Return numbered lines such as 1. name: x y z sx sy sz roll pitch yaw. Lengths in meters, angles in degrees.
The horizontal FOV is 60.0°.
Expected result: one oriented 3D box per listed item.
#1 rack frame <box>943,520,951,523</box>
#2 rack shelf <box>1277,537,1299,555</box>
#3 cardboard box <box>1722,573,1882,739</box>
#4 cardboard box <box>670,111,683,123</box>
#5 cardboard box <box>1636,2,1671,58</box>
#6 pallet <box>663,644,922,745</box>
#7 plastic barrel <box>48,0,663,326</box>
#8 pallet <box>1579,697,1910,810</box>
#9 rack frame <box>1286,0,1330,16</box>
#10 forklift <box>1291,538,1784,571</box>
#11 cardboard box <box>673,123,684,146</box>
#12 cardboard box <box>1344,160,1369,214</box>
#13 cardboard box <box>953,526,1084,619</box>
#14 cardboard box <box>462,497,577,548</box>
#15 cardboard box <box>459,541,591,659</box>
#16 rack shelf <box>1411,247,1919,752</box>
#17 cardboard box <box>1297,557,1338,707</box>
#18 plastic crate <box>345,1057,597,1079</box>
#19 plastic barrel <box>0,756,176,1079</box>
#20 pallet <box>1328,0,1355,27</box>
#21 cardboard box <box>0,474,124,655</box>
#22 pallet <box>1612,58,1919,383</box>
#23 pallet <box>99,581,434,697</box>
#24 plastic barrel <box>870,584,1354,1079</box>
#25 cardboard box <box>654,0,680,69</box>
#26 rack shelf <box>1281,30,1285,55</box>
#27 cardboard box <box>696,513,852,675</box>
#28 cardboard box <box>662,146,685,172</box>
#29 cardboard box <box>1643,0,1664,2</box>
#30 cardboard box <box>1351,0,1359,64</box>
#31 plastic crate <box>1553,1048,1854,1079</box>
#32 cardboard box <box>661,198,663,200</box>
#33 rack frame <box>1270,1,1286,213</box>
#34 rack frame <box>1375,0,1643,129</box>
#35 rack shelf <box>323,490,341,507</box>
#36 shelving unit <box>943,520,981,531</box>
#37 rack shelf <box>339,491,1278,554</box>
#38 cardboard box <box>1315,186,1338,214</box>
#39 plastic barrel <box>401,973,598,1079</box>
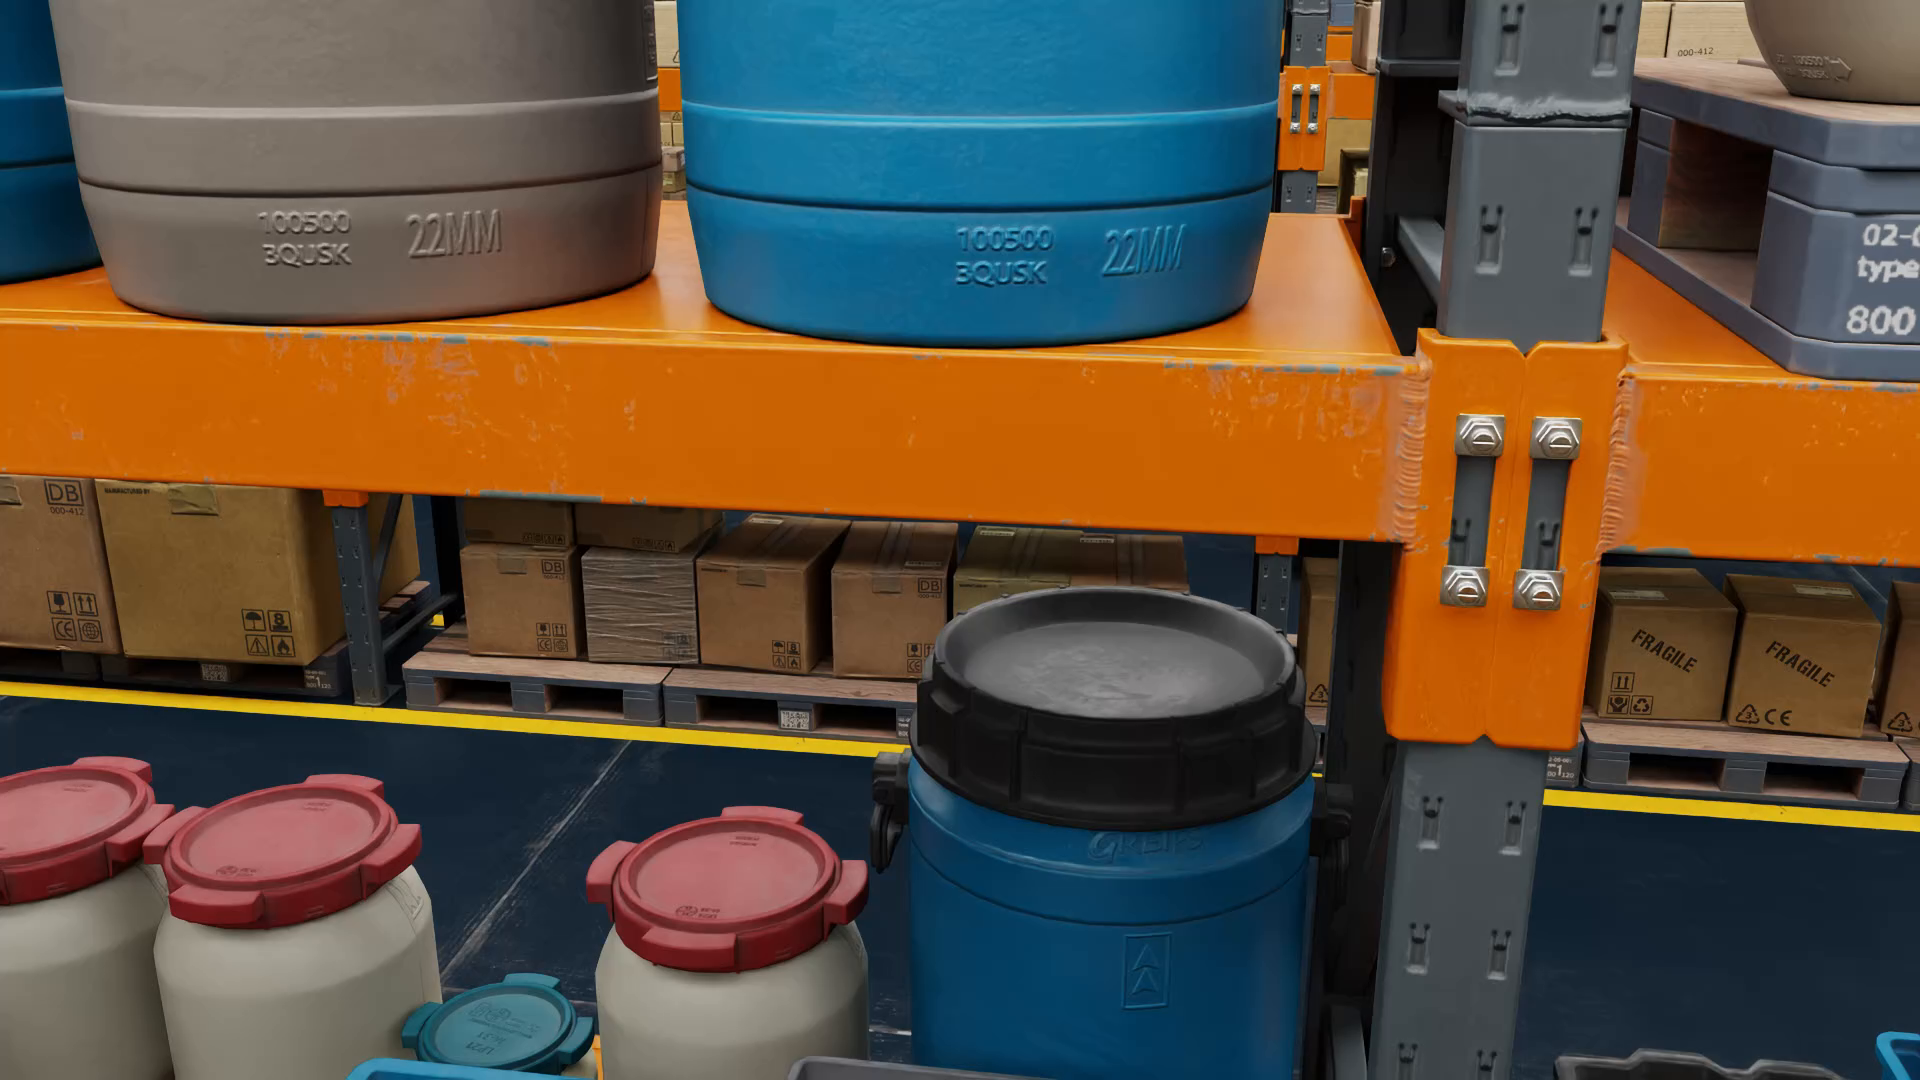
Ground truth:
1. rack frame: -0.076 -0.573 9.624 0.006 1.200 0.240 3 19 9
2. rack shelf: 3.316 -0.178 6.742 4.000 0.370 1.077 3 19 9
3. cardboard box: 3.466 0.474 6.936 0.500 0.500 0.500 5 19 14
4. cardboard box: -2.585 -4.442 16.618 0.500 0.500 0.500 3 19 9
5. cardboard box: 2.268 -1.843 6.094 0.500 0.250 0.500 3 19 8
6. pallet: -0.636 0.603 7.668 1.213 0.211 1.003 3 19 9
7. plastic barrel: -0.627 -0.719 1.707 0.600 0.901 0.600 0 18 0
8. pallet: 3.218 0.786 7.122 1.213 0.211 1.003 3 19 9
9. rack frame: 1.341 -3.465 5.977 0.127 3.000 1.000 3 19 9
10. forklift: 3.333 -1.256 8.937 3.031 2.935 1.130 3 19 8
11. cardboard box: -2.570 -4.081 16.720 0.500 0.250 0.500 2 19 7
12. cardboard box: 1.745 -1.180 6.401 0.500 0.500 0.500 3 19 9
13. cardboard box: 0.271 0.289 7.457 0.500 0.500 0.700 3 19 8
14. cardboard box: -1.942 -0.176 7.665 0.500 0.250 0.500 4 19 11
15. cardboard box: -1.943 0.183 7.775 0.500 0.500 0.700 2 19 6
16. rack shelf: 2.530 -0.049 1.628 4.000 0.370 1.077 3 19 9
17. cardboard box: 1.730 0.399 7.161 0.500 0.500 0.500 2 19 7
18. plastic crate: -0.583 0.981 2.168 0.575 0.384 0.392 3 19 9
19. plastic barrel: -1.506 0.692 2.794 0.433 0.535 0.433 0 18 0
20. pallet: 3.034 -3.505 10.963 1.213 0.211 1.003 3 19 9
21. cardboard box: -4.165 -0.101 8.065 0.875 0.875 1.225 3 19 9
22. pallet: 1.284 -0.395 1.828 1.003 0.211 1.213 3 19 9
23. pallet: -3.374 0.438 8.162 1.213 0.211 1.003 3 19 9
24. plastic barrel: 0.222 0.580 2.553 0.708 0.901 0.600 3 19 9
25. cardboard box: -1.168 -2.020 6.623 0.500 0.250 0.500 3 19 10
26. rack shelf: 0.253 -3.351 11.496 4.000 0.370 1.077 3 19 9
27. cardboard box: -0.833 0.233 7.625 0.500 0.500 0.700 5 19 13
28. cardboard box: -2.151 -2.816 12.289 0.250 0.149 0.380 3 19 9
29. cardboard box: 2.401 -2.036 6.042 0.250 0.149 0.380 3 19 10
30. cardboard box: 1.833 -2.030 6.652 0.500 0.250 0.500 4 19 11
31. plastic crate: 1.052 1.027 2.103 0.504 0.338 0.767 3 19 9
32. cardboard box: -2.281 -2.331 11.776 0.250 0.149 0.380 3 19 10
33. rack frame: 2.228 -2.169 11.557 0.127 3.000 1.000 3 19 9
34. rack frame: 0.556 -1.913 1.339 0.127 3.000 1.000 3 19 9
35. rack shelf: -4.583 -0.581 7.945 4.000 0.370 1.077 3 19 9
36. shelving unit: 0.014 -0.568 9.611 0.189 1.200 0.258 3 19 9
37. rack shelf: -0.633 -0.379 7.343 4.000 0.370 1.077 3 19 9
38. cardboard box: 2.594 -2.225 11.489 0.550 0.550 0.875 3 19 9
39. plastic barrel: -0.727 0.883 2.656 0.301 0.262 0.301 0 18 0
